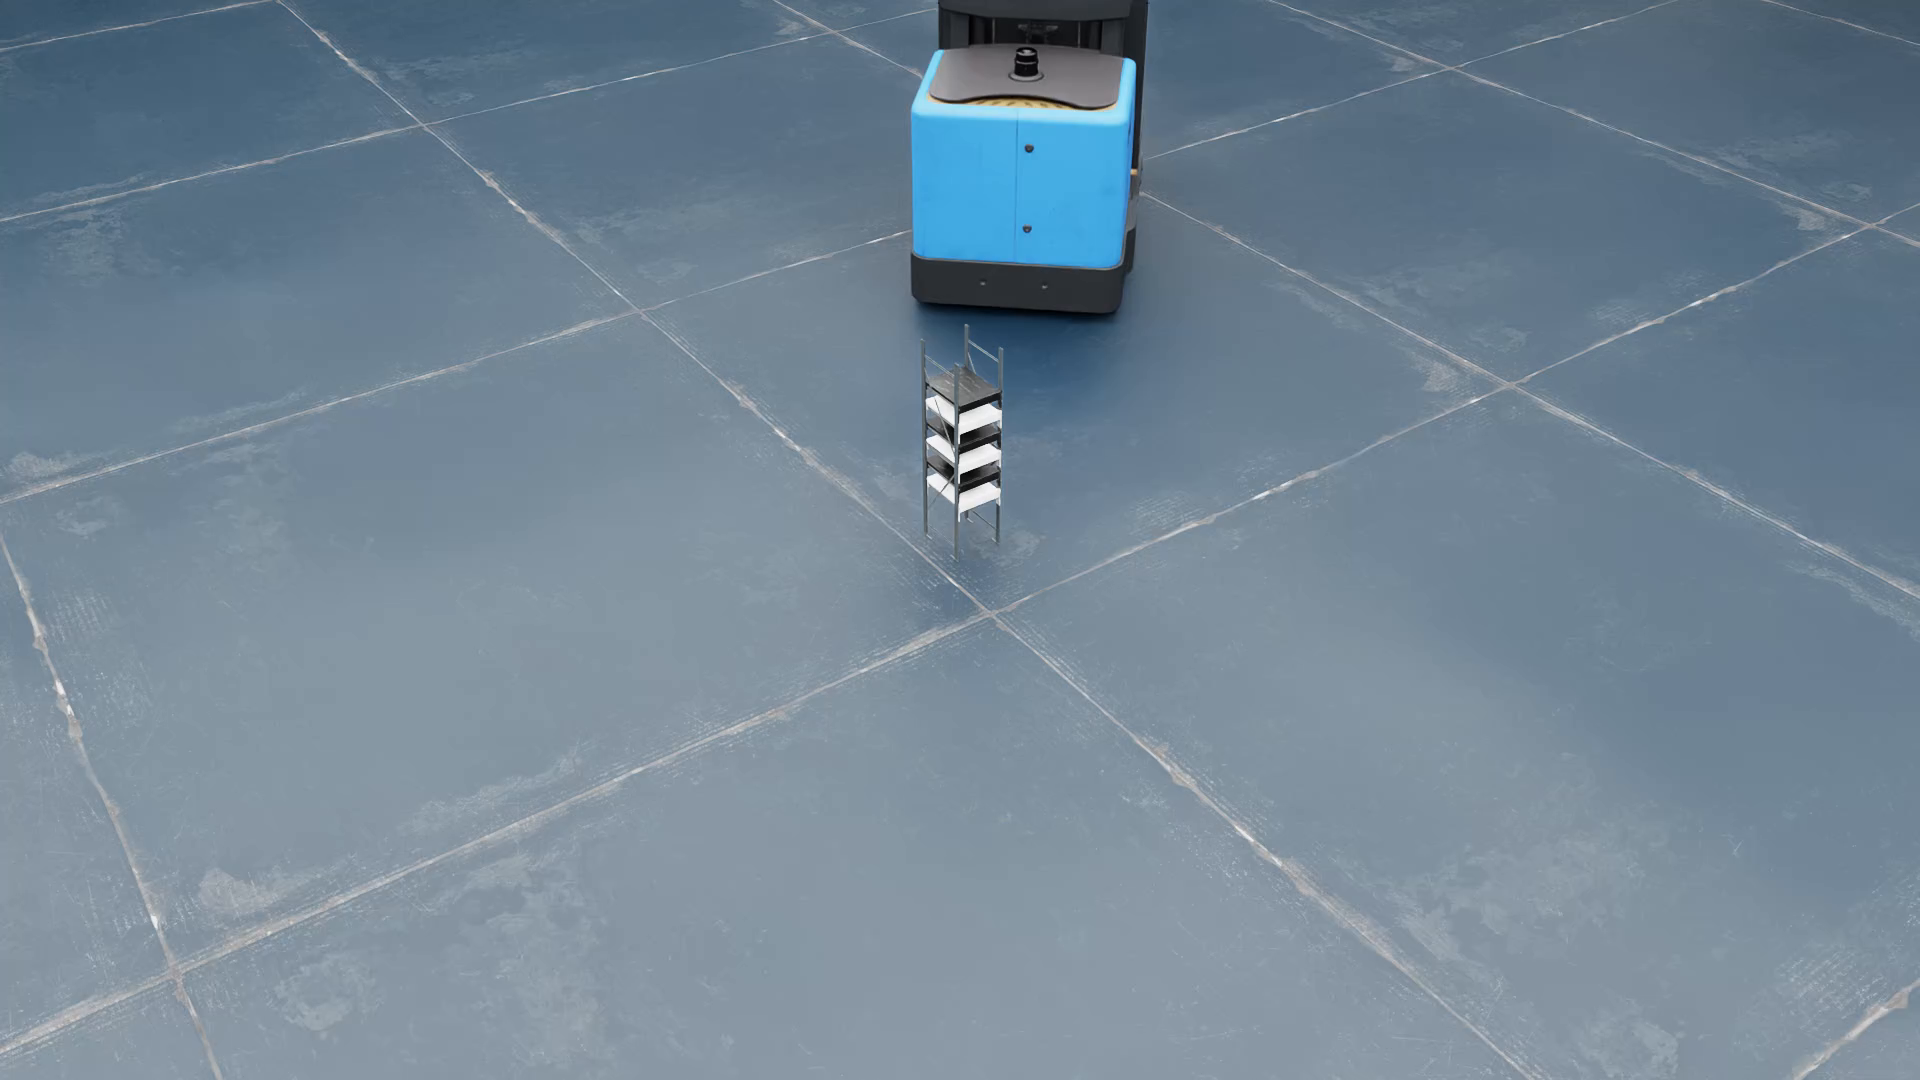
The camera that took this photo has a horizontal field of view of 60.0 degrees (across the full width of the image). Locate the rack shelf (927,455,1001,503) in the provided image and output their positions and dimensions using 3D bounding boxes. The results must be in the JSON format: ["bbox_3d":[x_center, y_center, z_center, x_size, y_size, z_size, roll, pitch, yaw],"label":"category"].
[{"bbox_3d":[0.007,-0.268,6.563,0.200,0.077,0.258,-22,41,-28],"label":"rack shelf"}]

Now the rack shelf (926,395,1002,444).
[{"bbox_3d":[0.007,-0.487,6.405,0.200,0.077,0.258,-22,41,-28],"label":"rack shelf"}]

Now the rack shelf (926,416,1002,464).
[{"bbox_3d":[0.007,-0.414,6.458,0.200,0.077,0.258,-22,41,-28],"label":"rack shelf"}]

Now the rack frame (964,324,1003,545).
[{"bbox_3d":[0.090,-0.402,6.539,0.006,0.900,0.240,-22,41,-28],"label":"rack frame"}]

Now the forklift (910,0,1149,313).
[{"bbox_3d":[0.463,-3.155,8.626,1.130,2.935,3.031,4,36,6],"label":"forklift"}]

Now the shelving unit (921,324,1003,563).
[{"bbox_3d":[0.007,-0.368,6.491,0.210,0.900,0.258,-22,41,-28],"label":"shelving unit"}]

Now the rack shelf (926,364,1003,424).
[{"bbox_3d":[0.007,-0.560,6.353,0.200,0.077,0.258,-22,41,-28],"label":"rack shelf"}]

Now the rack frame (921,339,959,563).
[{"bbox_3d":[-0.076,-0.334,6.443,0.006,0.900,0.240,-22,41,-28],"label":"rack frame"}]

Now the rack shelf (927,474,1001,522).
[{"bbox_3d":[0.007,-0.195,6.616,0.200,0.077,0.258,-22,41,-28],"label":"rack shelf"}]

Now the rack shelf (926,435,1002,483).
[{"bbox_3d":[0.007,-0.341,6.510,0.200,0.077,0.258,-22,41,-28],"label":"rack shelf"}]
